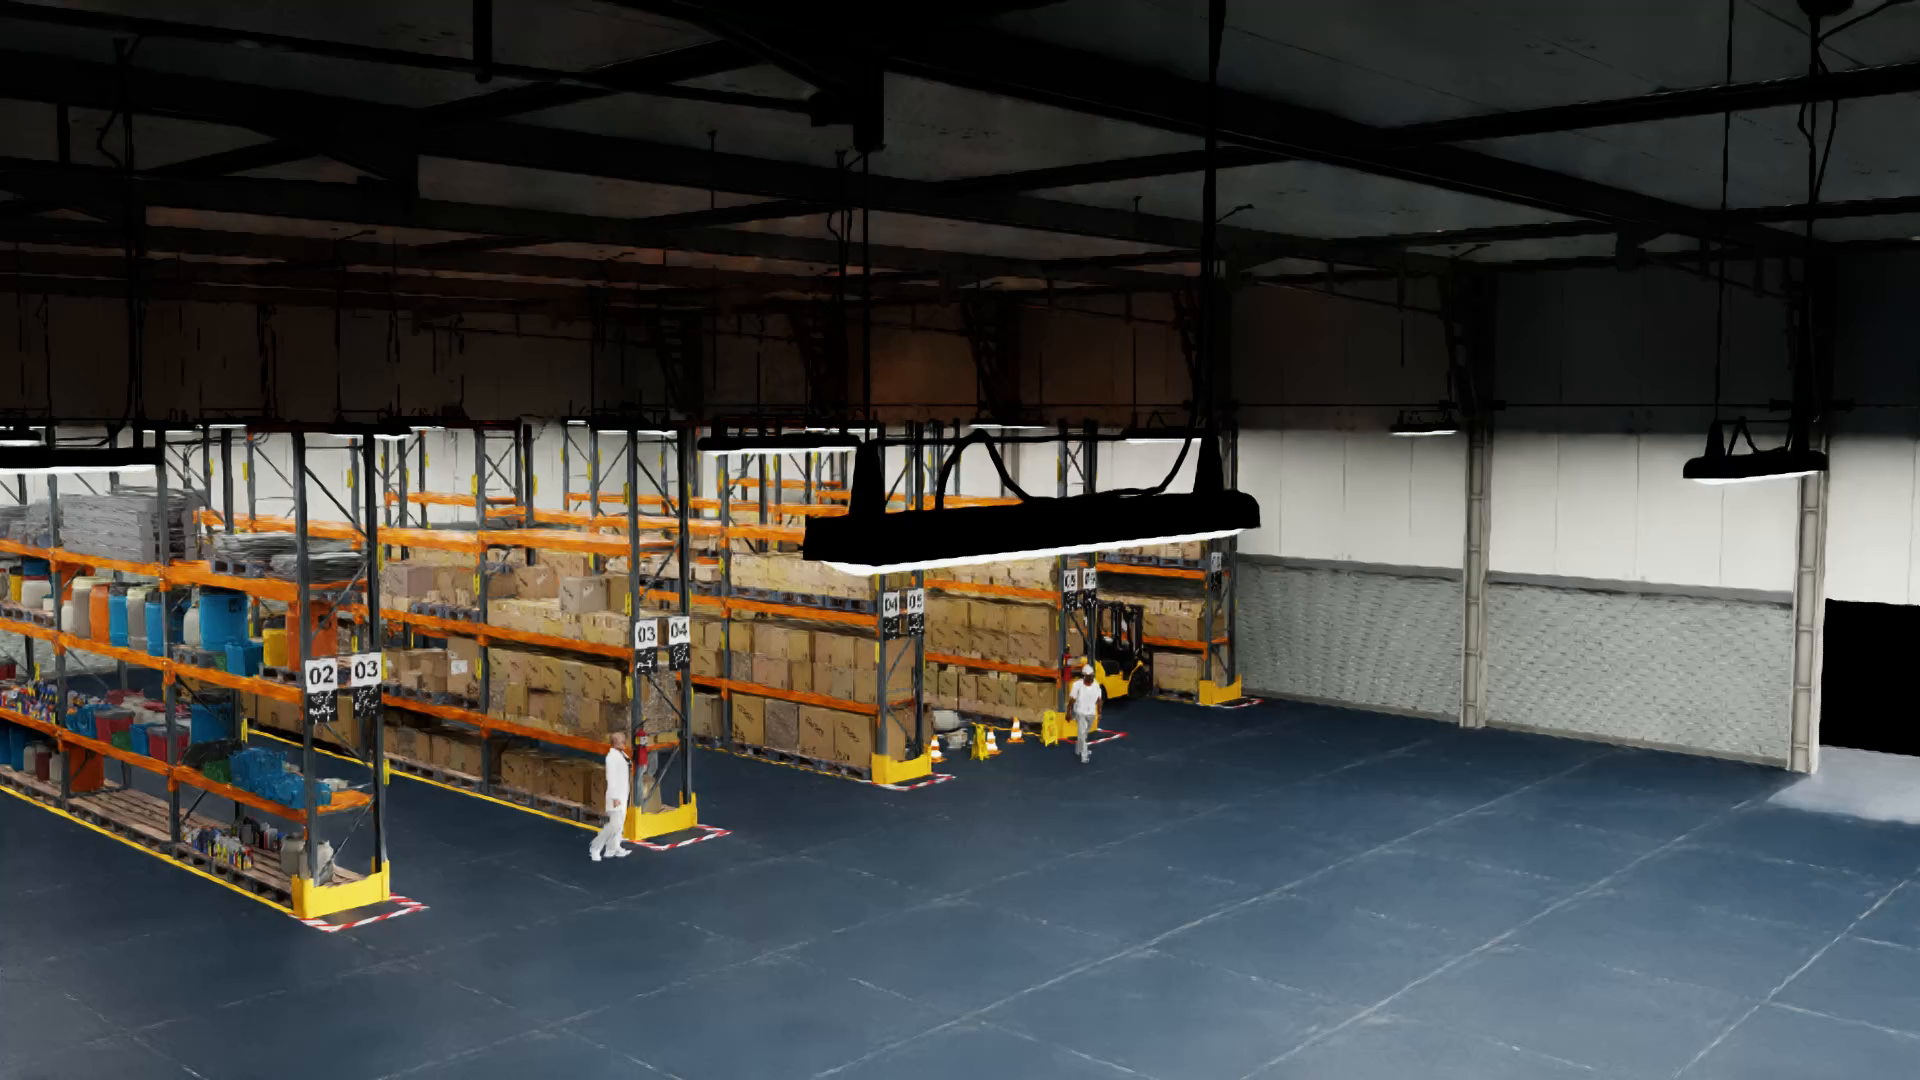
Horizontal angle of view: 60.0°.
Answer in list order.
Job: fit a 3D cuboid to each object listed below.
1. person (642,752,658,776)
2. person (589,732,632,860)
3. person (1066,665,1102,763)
[{"bbox_3d":[-5.092,3.329,27.008,0.582,1.611,0.625,4,6,39],"label":"person"},{"bbox_3d":[-4.862,3.556,23.105,0.561,1.768,0.771,0,5,3],"label":"person"},{"bbox_3d":[2.242,3.062,29.561,0.622,1.721,0.959,-2,5,-24],"label":"person"}]
